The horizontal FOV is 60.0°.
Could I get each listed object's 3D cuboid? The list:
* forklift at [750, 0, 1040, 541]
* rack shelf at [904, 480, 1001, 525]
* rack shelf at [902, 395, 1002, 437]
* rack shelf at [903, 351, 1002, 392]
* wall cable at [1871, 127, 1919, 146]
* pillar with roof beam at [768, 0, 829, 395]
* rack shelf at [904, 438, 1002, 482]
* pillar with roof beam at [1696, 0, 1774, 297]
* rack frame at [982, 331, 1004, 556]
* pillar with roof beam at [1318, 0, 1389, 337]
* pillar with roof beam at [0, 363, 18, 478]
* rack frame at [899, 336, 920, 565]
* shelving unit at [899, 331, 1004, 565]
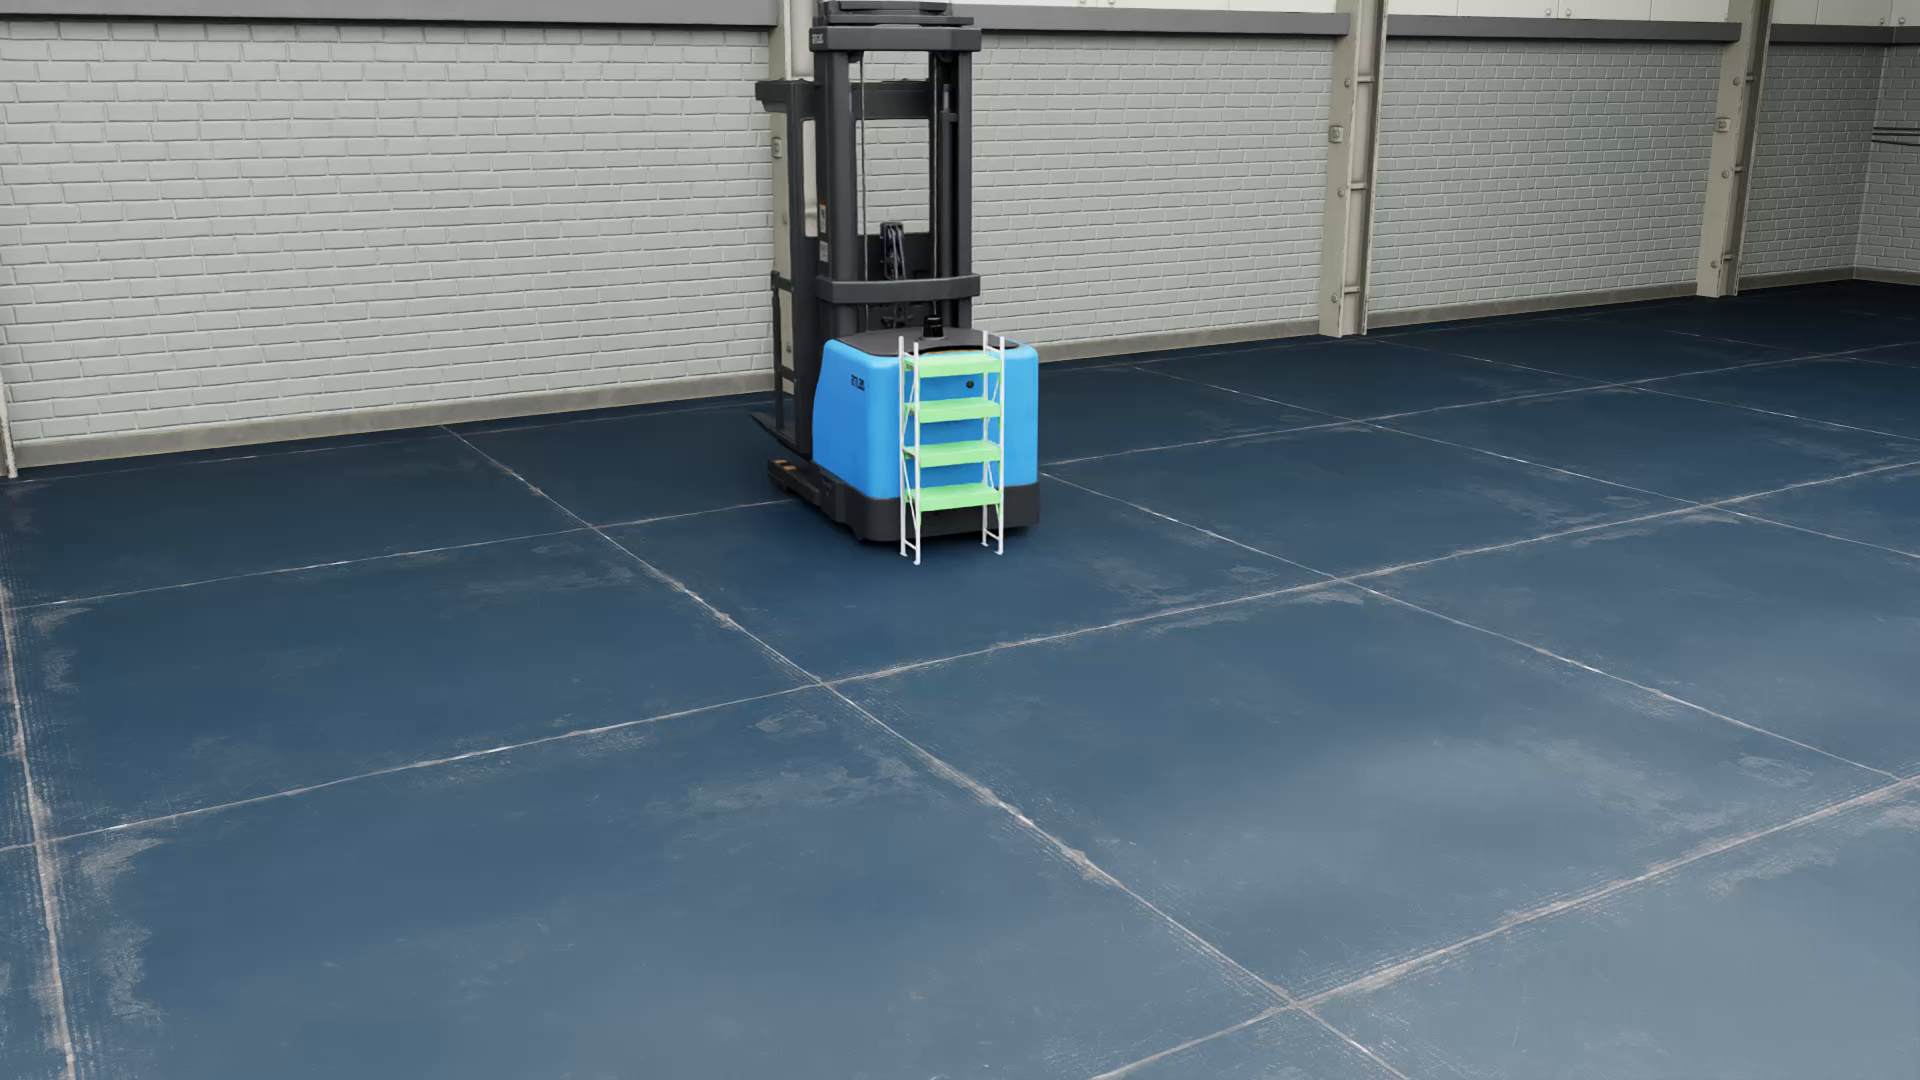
[{"bbox_3d":[-0.587,-1.756,10.244,1.130,2.935,3.031,-7,17,-22],"label":"forklift"},{"bbox_3d":[-0.045,-0.205,9.042,0.480,0.148,0.258,-7,17,-22],"label":"rack shelf"},{"bbox_3d":[-0.045,-0.667,8.912,0.480,0.148,0.258,-7,17,-22],"label":"rack shelf"},{"bbox_3d":[-0.045,-0.898,8.847,0.480,0.148,0.258,-7,17,-22],"label":"rack shelf"},{"bbox_3d":[12.221,-5.865,19.414,0.112,2.526,3.097,-9,18,-30],"label":"wall cable"},{"bbox_3d":[0.945,-4.593,9.122,0.400,9.000,9.100,-9,18,-30],"label":"pillar with roof beam"},{"bbox_3d":[-0.045,-0.436,8.977,0.480,0.148,0.258,-7,17,-22],"label":"rack shelf"},{"bbox_3d":[11.231,-6.261,15.072,0.400,9.000,9.100,-9,18,-30],"label":"pillar with roof beam"},{"bbox_3d":[0.180,-0.523,9.052,0.015,1.200,0.240,-7,17,-22],"label":"rack frame"},{"bbox_3d":[6.088,-5.427,12.097,0.400,9.000,9.100,-9,18,-30],"label":"pillar with roof beam"},{"bbox_3d":[-4.198,-3.759,6.146,0.400,9.000,9.100,-9,18,-30],"label":"pillar with roof beam"},{"bbox_3d":[-0.269,-0.471,8.868,0.015,1.200,0.240,-7,17,-22],"label":"rack frame"},{"bbox_3d":[-0.045,-0.497,8.960,0.503,1.200,0.258,-7,17,-22],"label":"shelving unit"}]
